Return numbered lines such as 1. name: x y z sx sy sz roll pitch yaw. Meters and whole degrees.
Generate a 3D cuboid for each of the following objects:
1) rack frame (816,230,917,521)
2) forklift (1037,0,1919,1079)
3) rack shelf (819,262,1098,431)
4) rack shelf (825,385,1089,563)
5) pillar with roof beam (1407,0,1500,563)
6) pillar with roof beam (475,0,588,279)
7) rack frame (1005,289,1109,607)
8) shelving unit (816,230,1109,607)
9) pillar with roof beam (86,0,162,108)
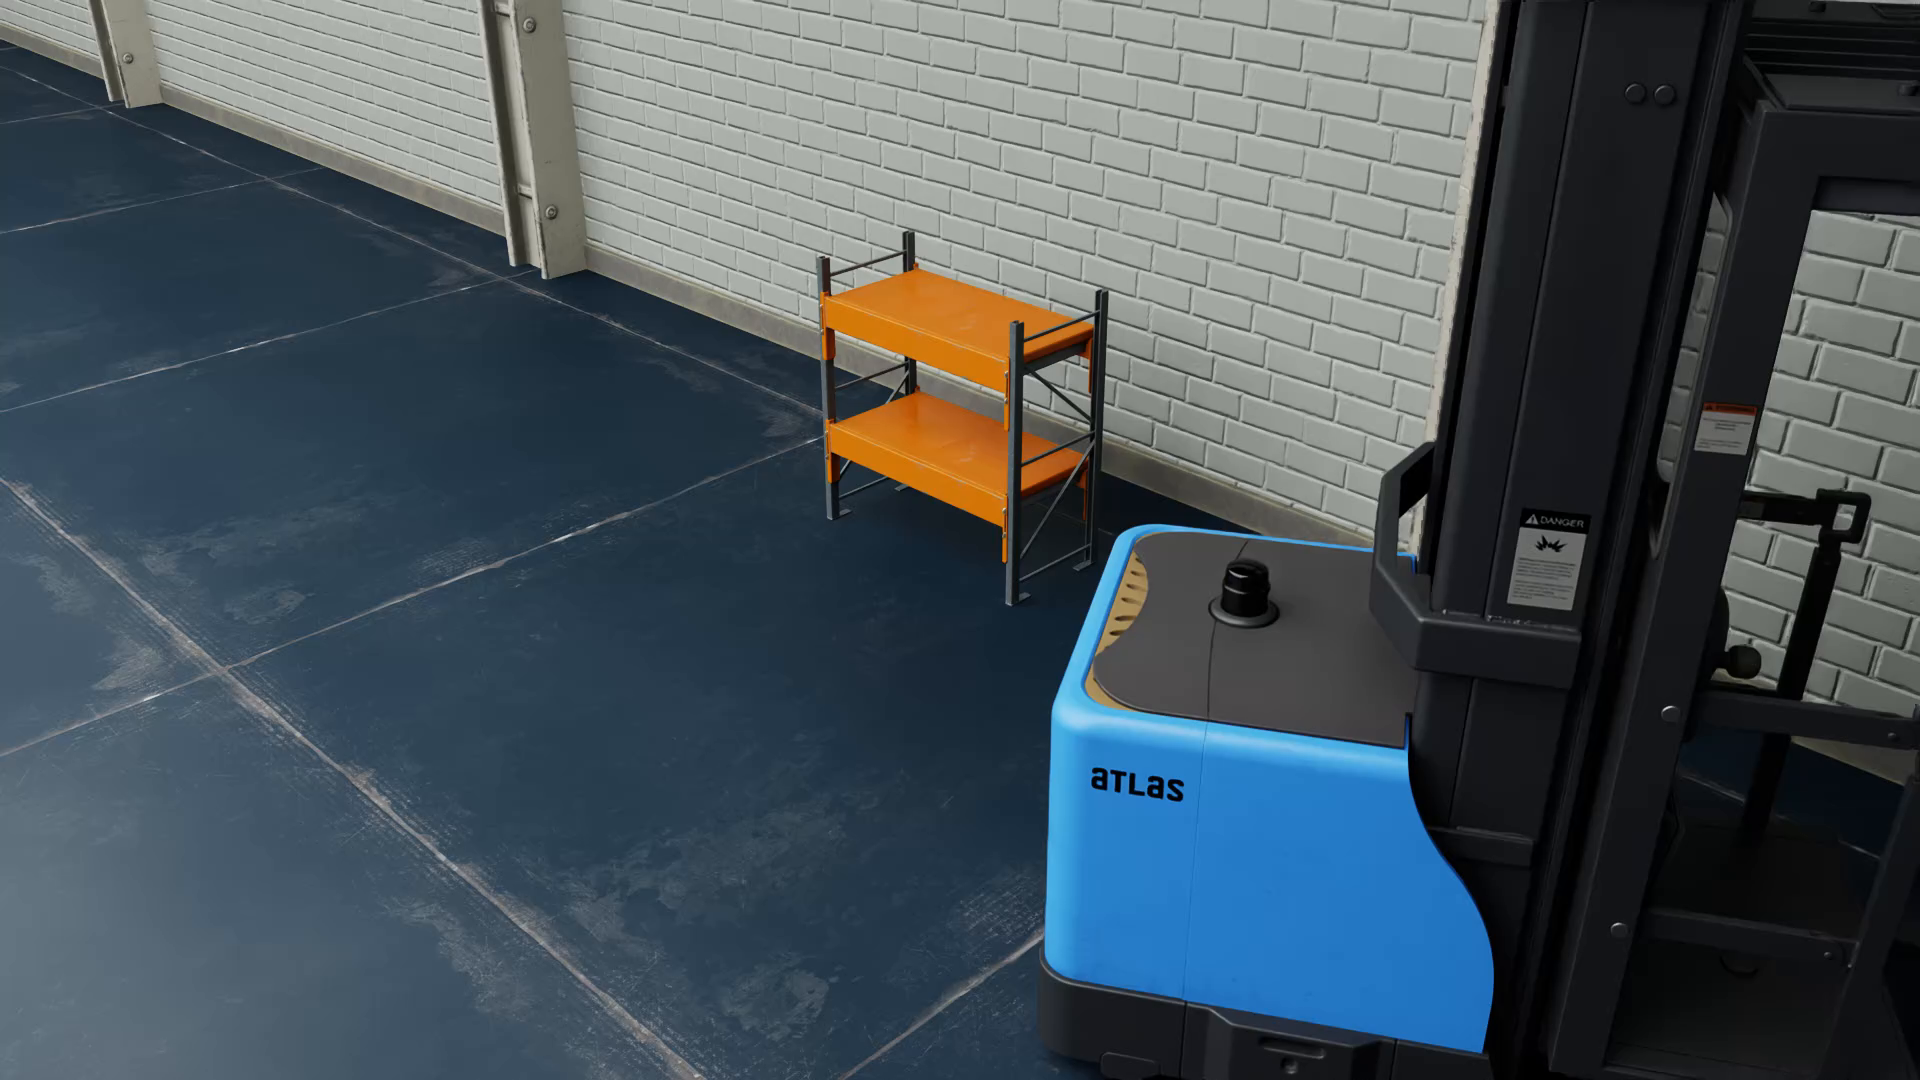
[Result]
1. rack frame: -0.367 -0.666 6.808 0.032 1.125 0.500 25 36 38
2. forklift: 1.770 -0.015 3.630 3.031 2.935 1.130 7 29 13
3. rack shelf: -0.005 -0.759 6.356 1.000 0.278 0.538 25 36 38
4. rack shelf: -0.005 -0.284 6.606 1.000 0.278 0.538 25 36 38
5. pillar with roof beam: -1.162 -2.217 1.297 0.400 9.000 9.100 25 36 38
6. pillar with roof beam: -5.440 -4.175 5.021 0.400 9.000 9.100 25 36 38
7. rack frame: 0.358 -0.334 6.177 0.032 1.125 0.500 25 36 38
8. shelving unit: -0.005 -0.500 6.492 1.048 1.125 0.538 25 36 38
9. pillar with roof beam: -9.719 -6.133 8.744 0.400 9.000 9.100 25 36 38
